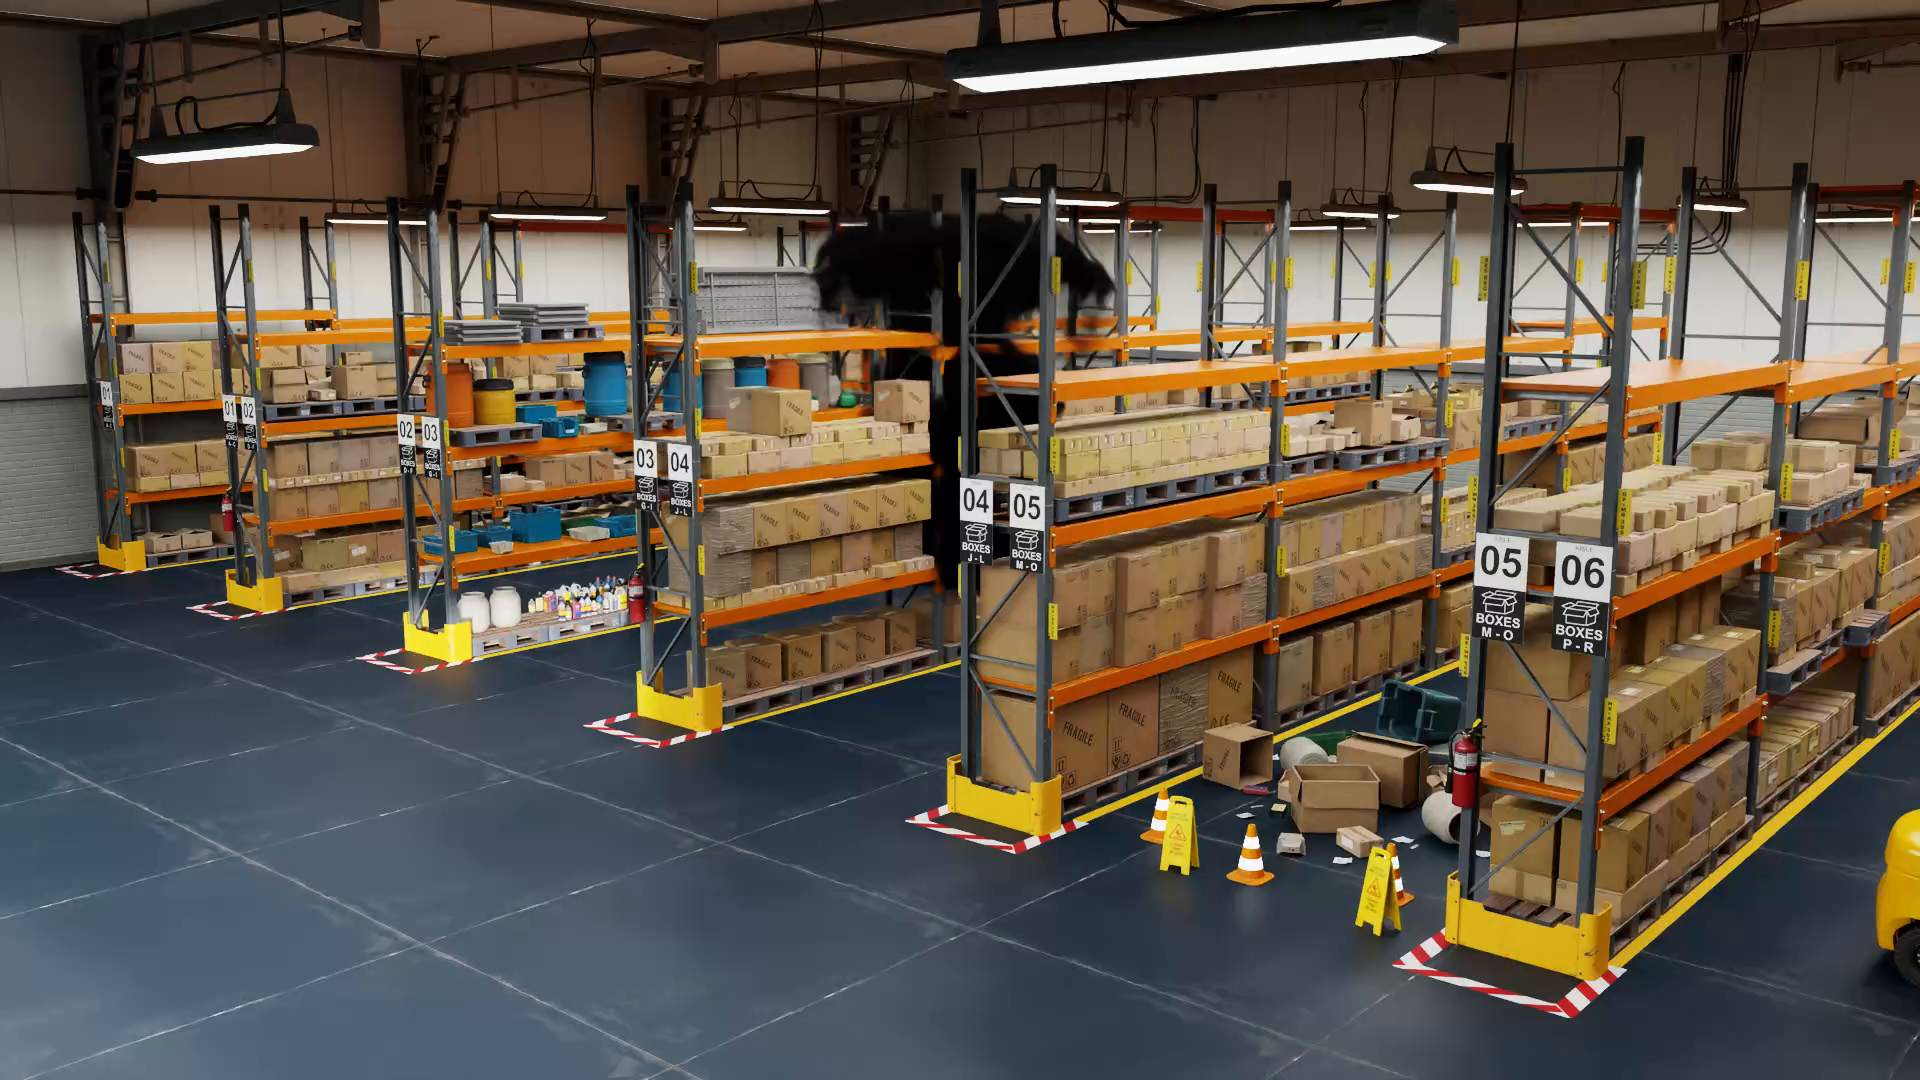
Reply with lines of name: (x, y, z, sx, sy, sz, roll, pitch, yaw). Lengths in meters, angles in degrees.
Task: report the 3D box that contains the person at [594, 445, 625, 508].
person: (-7.094, -1.269, 33.327, 0.655, 1.650, 0.863, 8, 12, 40)
